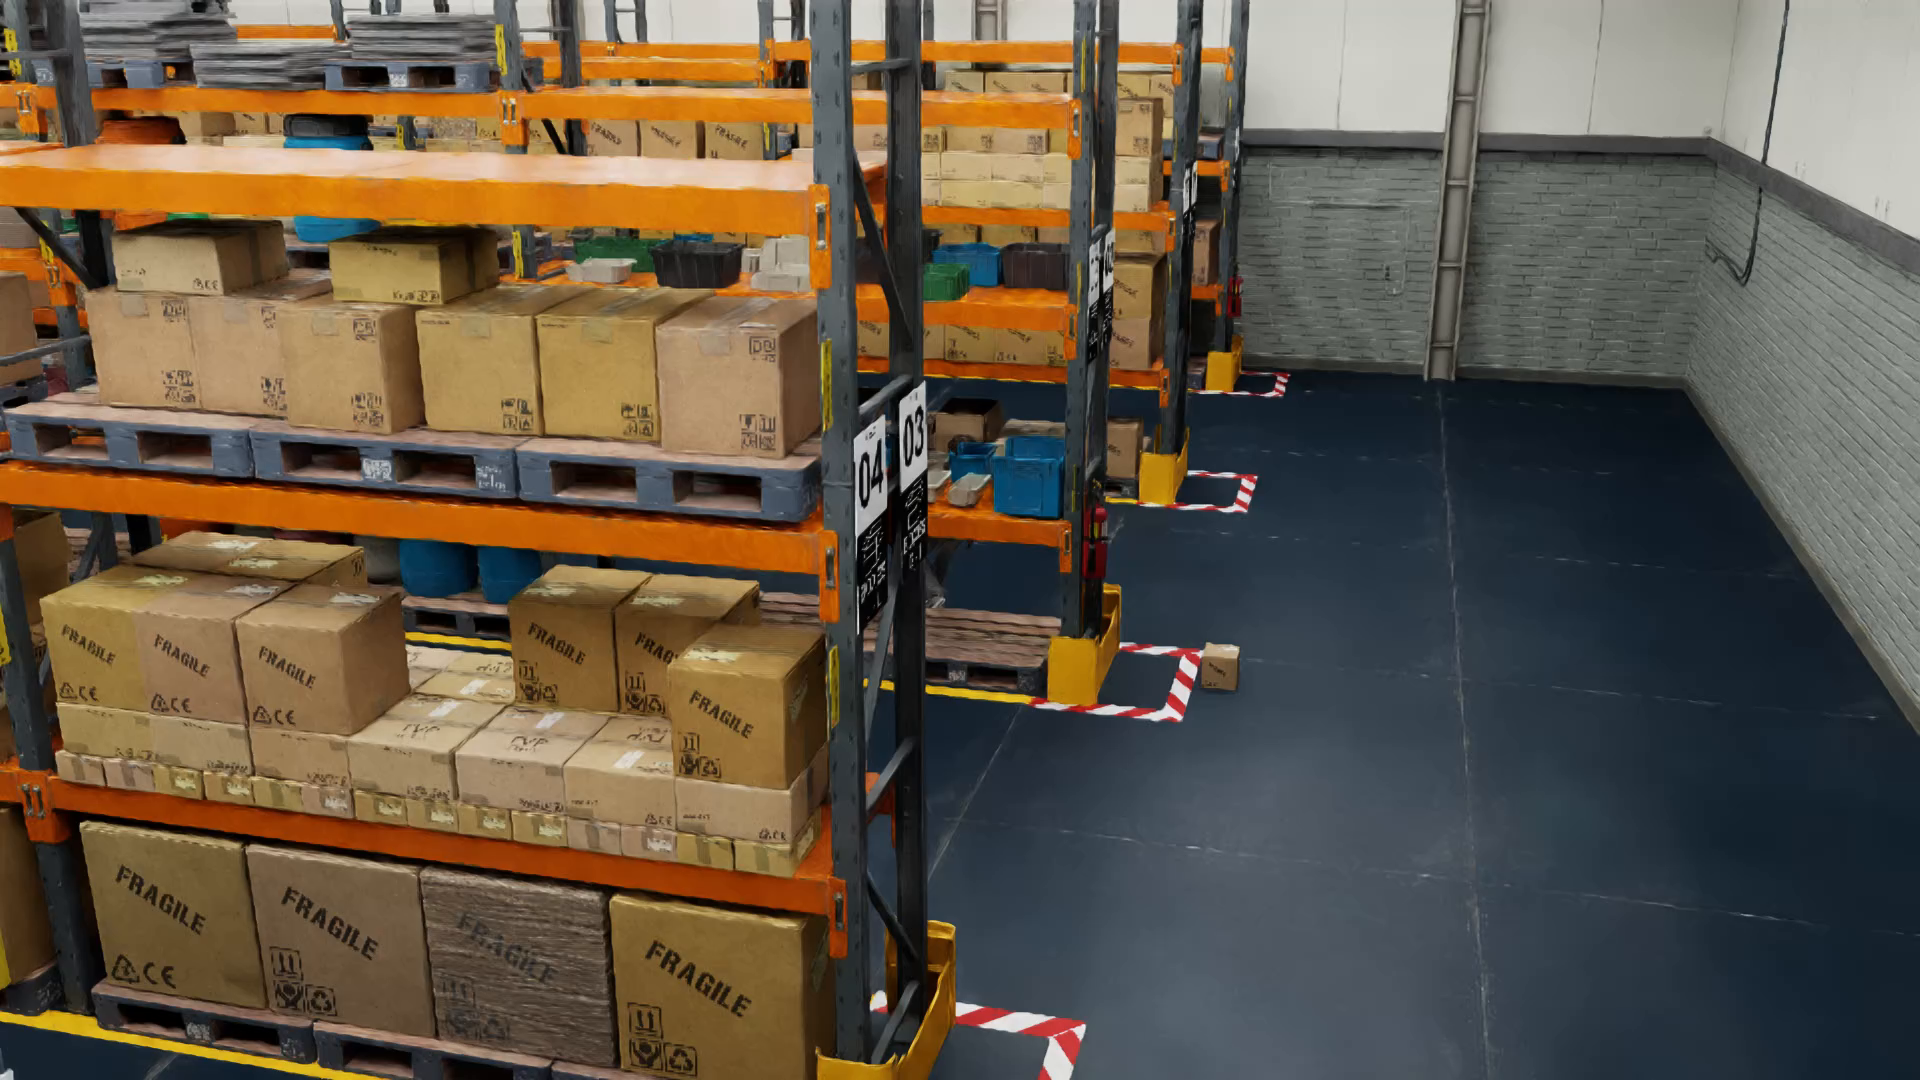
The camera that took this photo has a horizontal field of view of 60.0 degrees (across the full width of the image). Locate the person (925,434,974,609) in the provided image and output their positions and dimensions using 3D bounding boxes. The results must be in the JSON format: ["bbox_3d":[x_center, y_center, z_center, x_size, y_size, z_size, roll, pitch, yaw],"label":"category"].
[{"bbox_3d":[-0.110,-0.090,12.995,0.487,1.551,0.509,-6,19,-19],"label":"person"}]
